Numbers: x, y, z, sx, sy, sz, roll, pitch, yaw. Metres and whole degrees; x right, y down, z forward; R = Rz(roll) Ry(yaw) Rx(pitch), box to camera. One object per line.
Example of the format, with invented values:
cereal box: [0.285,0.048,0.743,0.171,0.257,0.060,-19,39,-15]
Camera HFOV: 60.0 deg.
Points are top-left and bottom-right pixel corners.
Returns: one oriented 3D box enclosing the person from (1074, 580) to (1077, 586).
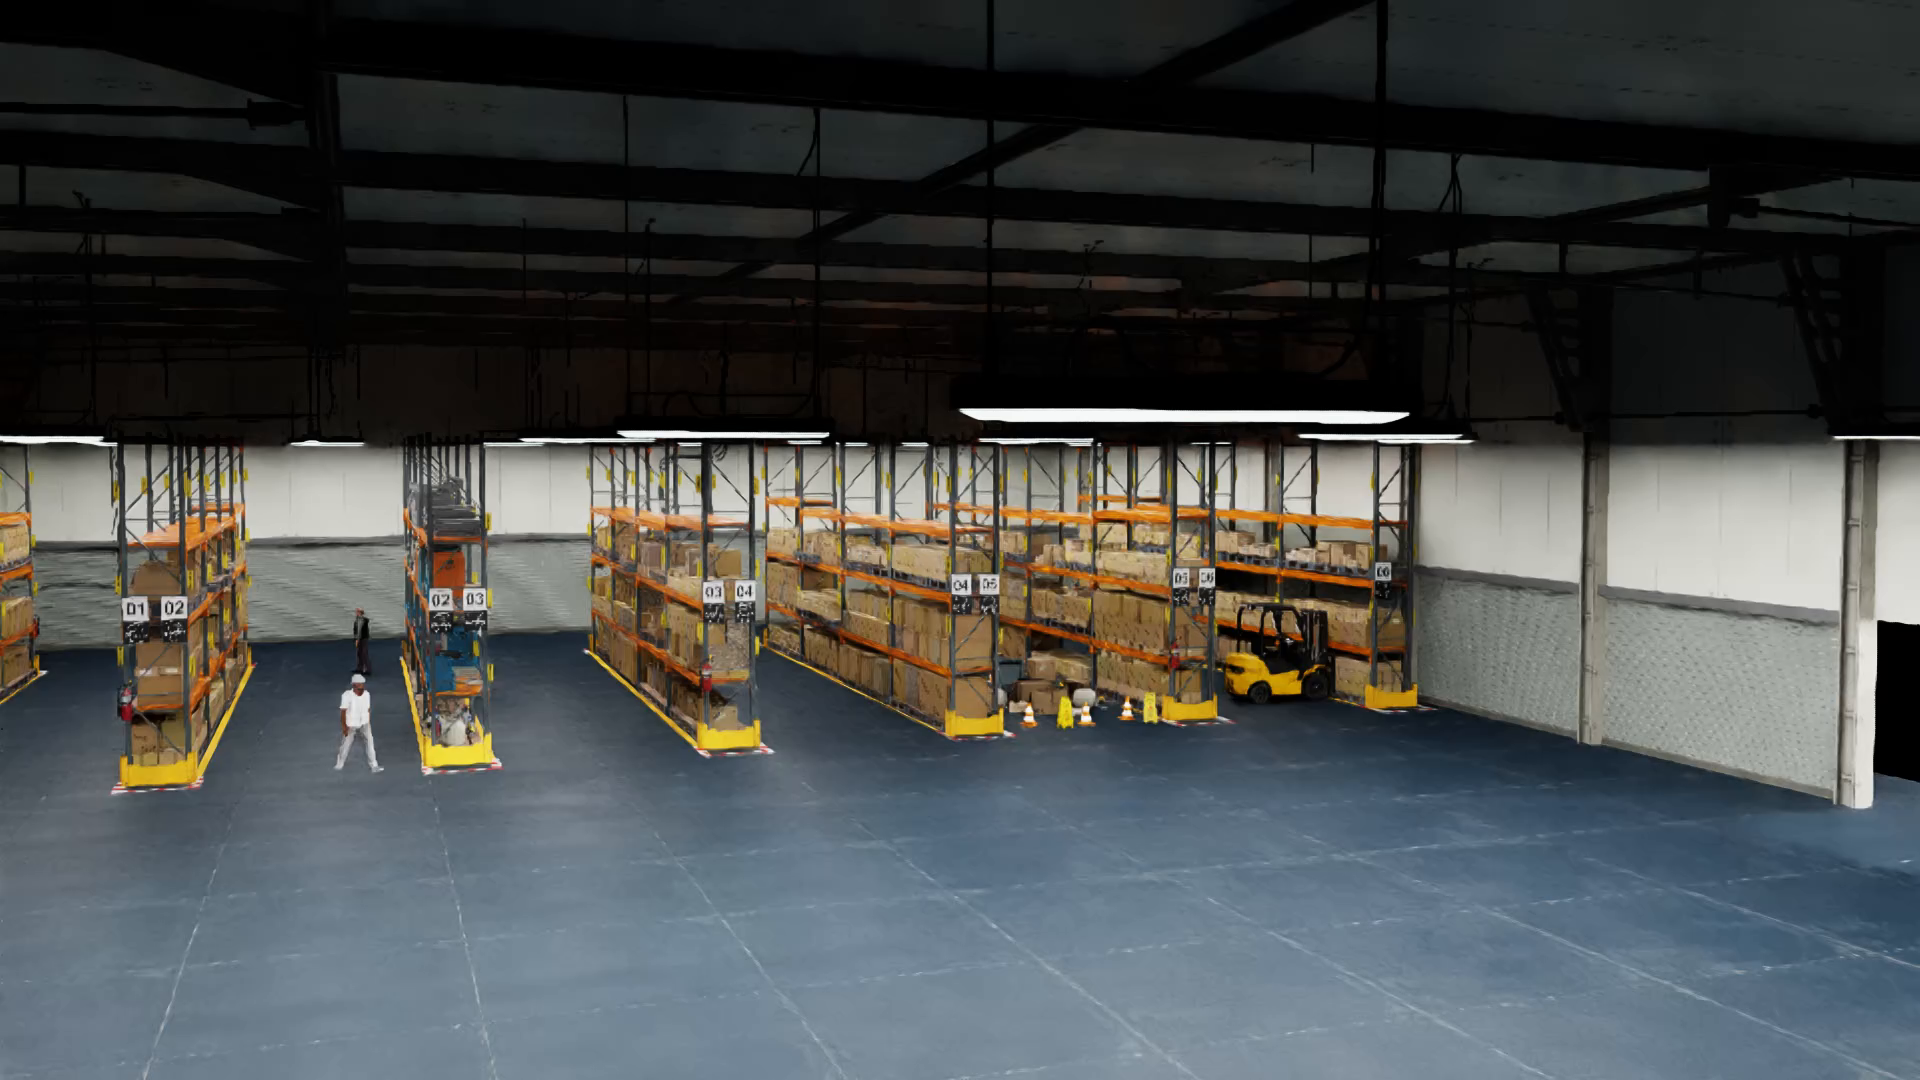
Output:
person: [3.901,1.886,53.144,0.643,1.767,0.399,2,4,38]

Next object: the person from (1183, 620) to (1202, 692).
person: [5.434,2.710,38.969,0.554,1.684,0.431,3,4,41]

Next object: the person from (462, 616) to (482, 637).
person: [-13.012,2.404,44.221,0.564,1.736,1.044,-1,3,-21]

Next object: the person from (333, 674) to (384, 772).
person: [-10.637,3.232,29.307,0.938,1.739,0.592,3,4,43]

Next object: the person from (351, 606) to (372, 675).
person: [-15.121,2.522,41.964,0.579,1.718,0.655,0,3,-9]
